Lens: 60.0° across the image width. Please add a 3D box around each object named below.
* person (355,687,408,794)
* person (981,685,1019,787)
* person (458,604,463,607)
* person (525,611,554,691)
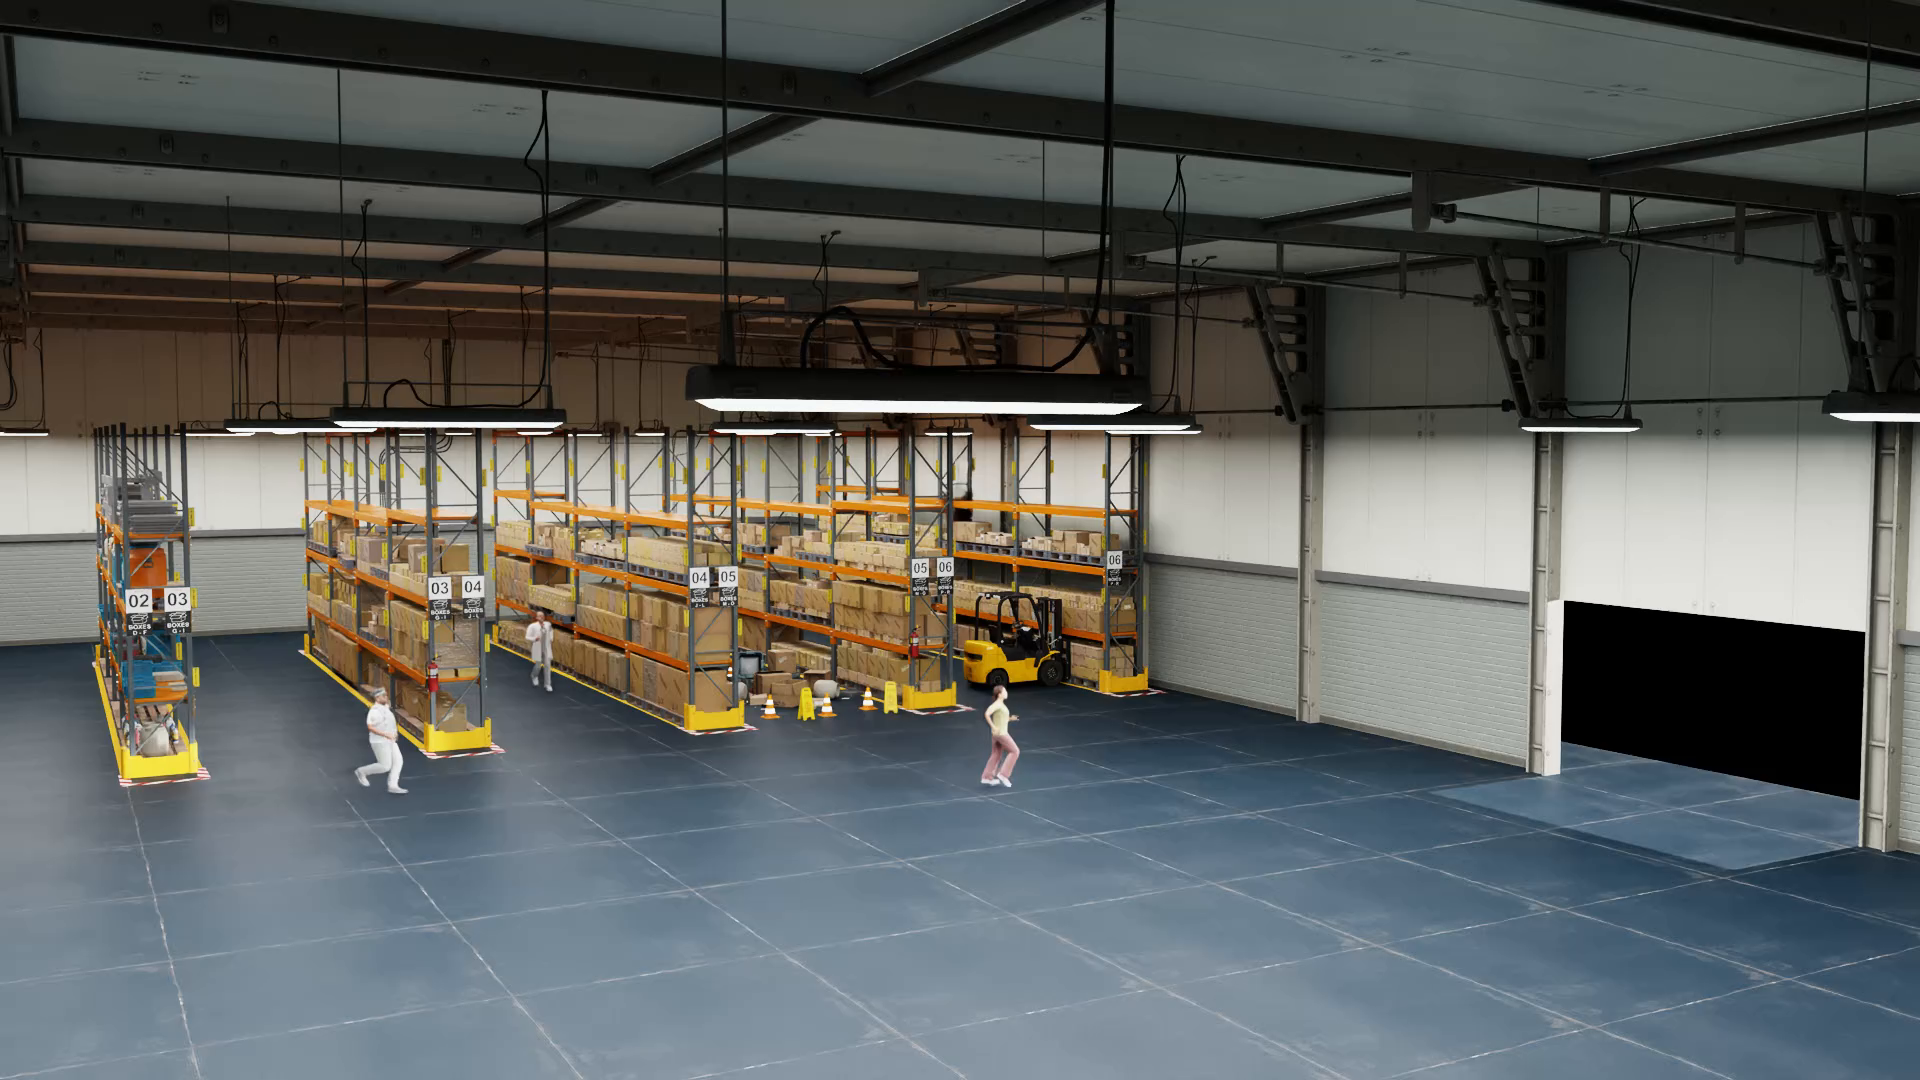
[{"bbox_3d":[-9.345,3.235,26.876,0.812,1.744,0.677,0,3,3],"label":"person"},{"bbox_3d":[0.666,3.225,27.381,0.647,1.679,0.559,0,3,-3],"label":"person"},{"bbox_3d":[-13.951,2.008,46.880,0.771,1.806,0.877,2,4,28],"label":"person"},{"bbox_3d":[-9.557,2.517,37.934,0.710,1.781,1.049,-2,4,-32],"label":"person"}]
